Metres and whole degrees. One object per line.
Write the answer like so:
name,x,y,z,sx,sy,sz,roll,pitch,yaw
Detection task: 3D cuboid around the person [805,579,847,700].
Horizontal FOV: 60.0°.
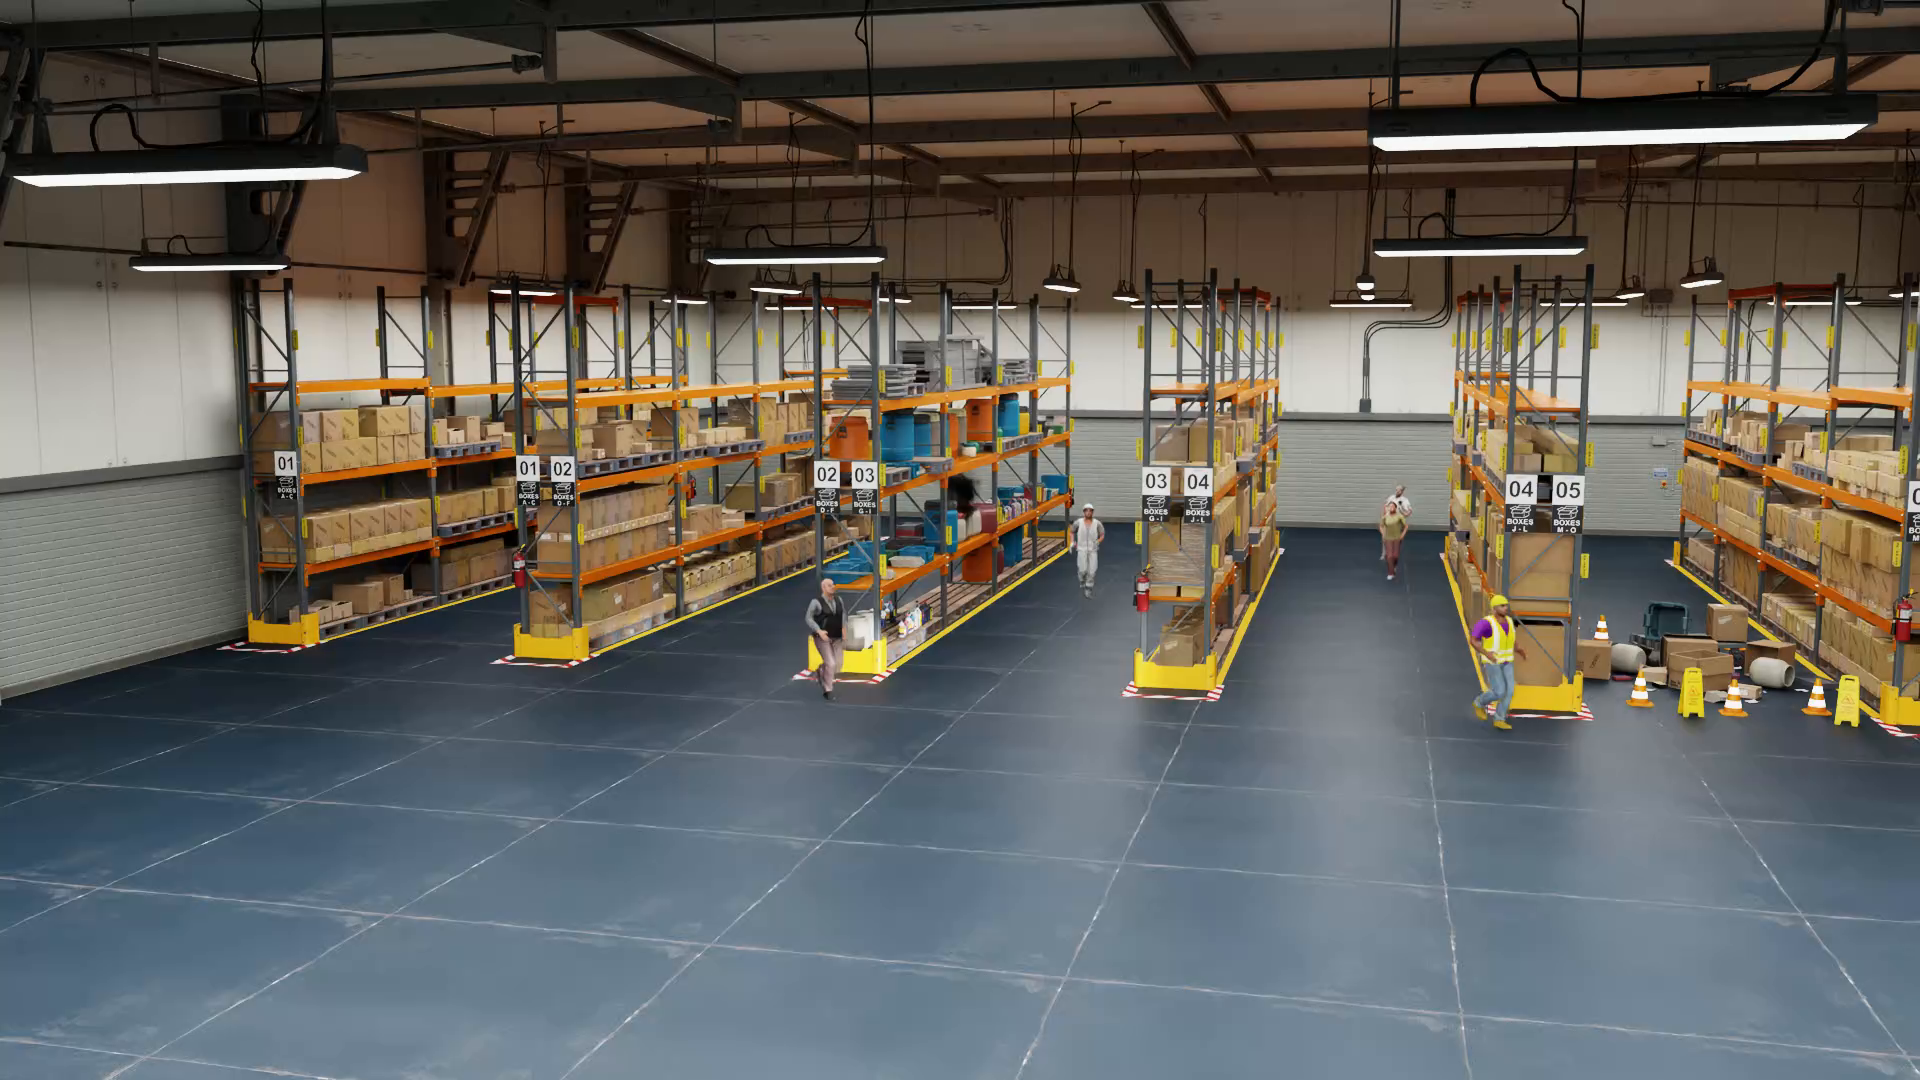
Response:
person,-1.892,1.375,23.447,0.693,1.687,0.610,-6,9,-40

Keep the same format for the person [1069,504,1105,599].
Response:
person,2.318,0.218,30.258,0.656,1.752,0.559,0,7,1

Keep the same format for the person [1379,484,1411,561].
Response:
person,9.936,-0.405,38.043,0.712,1.760,0.715,6,9,39

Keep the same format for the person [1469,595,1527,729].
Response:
person,6.955,1.571,21.556,0.732,1.731,0.615,-3,7,-23

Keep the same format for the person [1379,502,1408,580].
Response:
person,9.110,0.006,35.023,0.580,1.635,0.547,3,7,23
